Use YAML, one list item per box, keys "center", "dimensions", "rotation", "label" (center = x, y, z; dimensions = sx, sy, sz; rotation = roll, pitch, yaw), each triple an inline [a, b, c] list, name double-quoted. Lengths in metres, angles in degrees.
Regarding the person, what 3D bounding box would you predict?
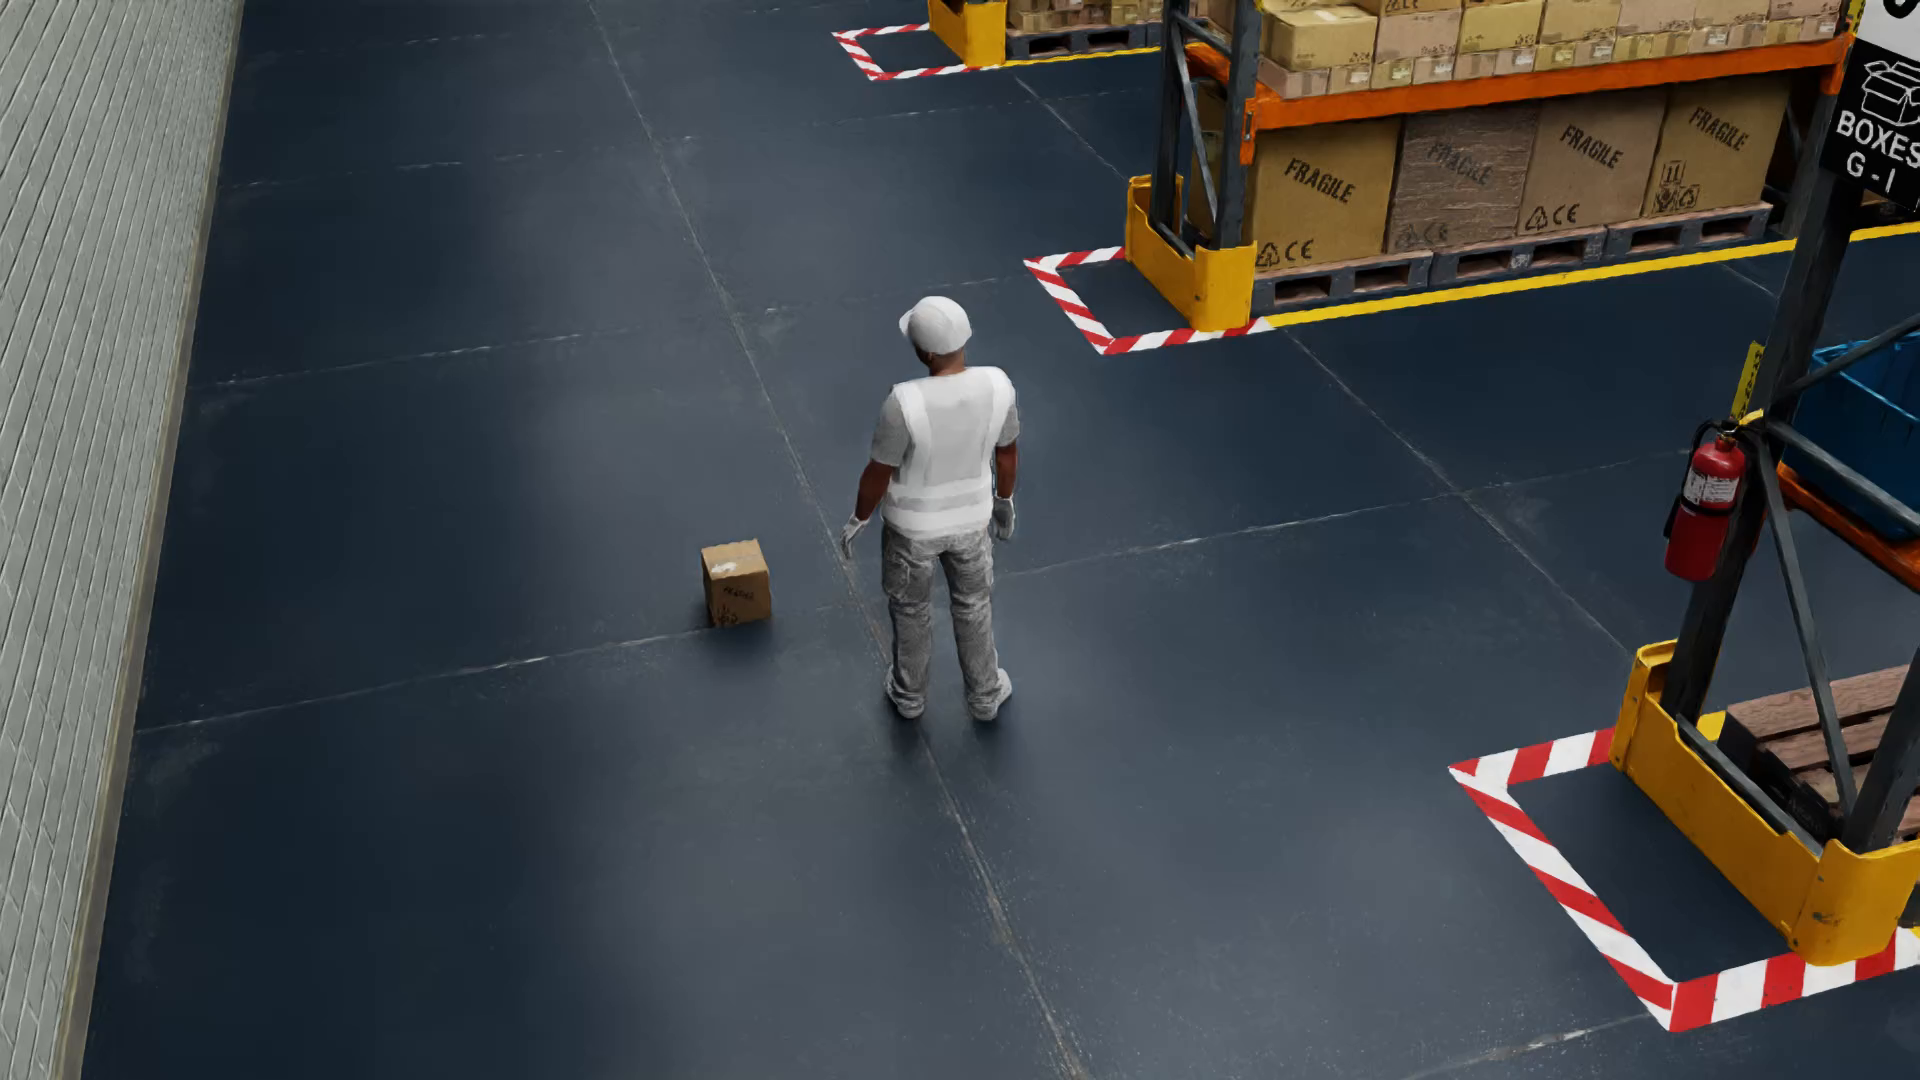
- center: [-0.111, -0.093, 6.222]
  dimensions: [0.680, 1.787, 0.458]
  rotation: [-14, 36, -20]
  label: "person"
